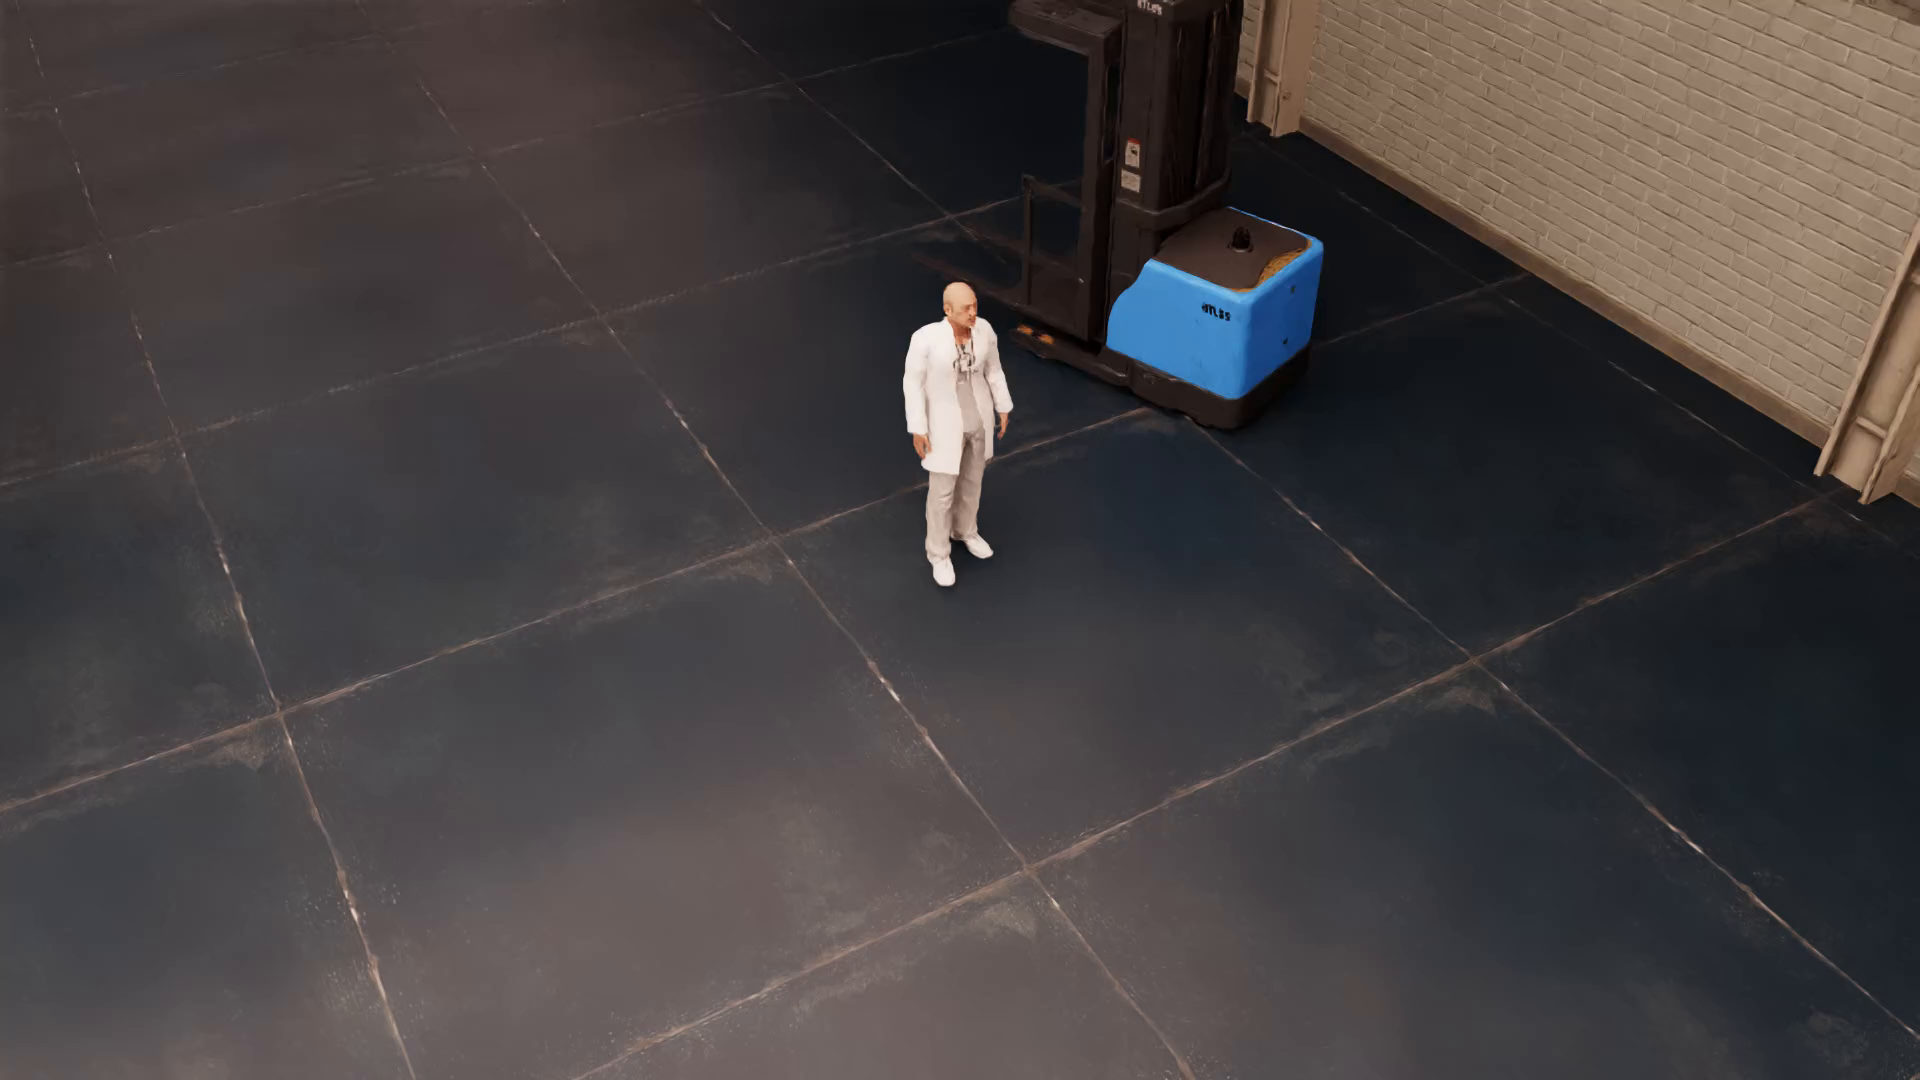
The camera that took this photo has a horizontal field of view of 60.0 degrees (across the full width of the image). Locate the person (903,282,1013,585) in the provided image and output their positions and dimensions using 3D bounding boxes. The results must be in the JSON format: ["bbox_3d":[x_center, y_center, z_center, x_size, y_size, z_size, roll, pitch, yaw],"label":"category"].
[{"bbox_3d":[0.037,-0.636,9.696,0.684,1.776,0.579,-20,44,-23],"label":"person"}]

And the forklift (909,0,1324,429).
[{"bbox_3d":[0.986,-2.661,11.244,3.031,2.935,1.130,28,47,30],"label":"forklift"}]
